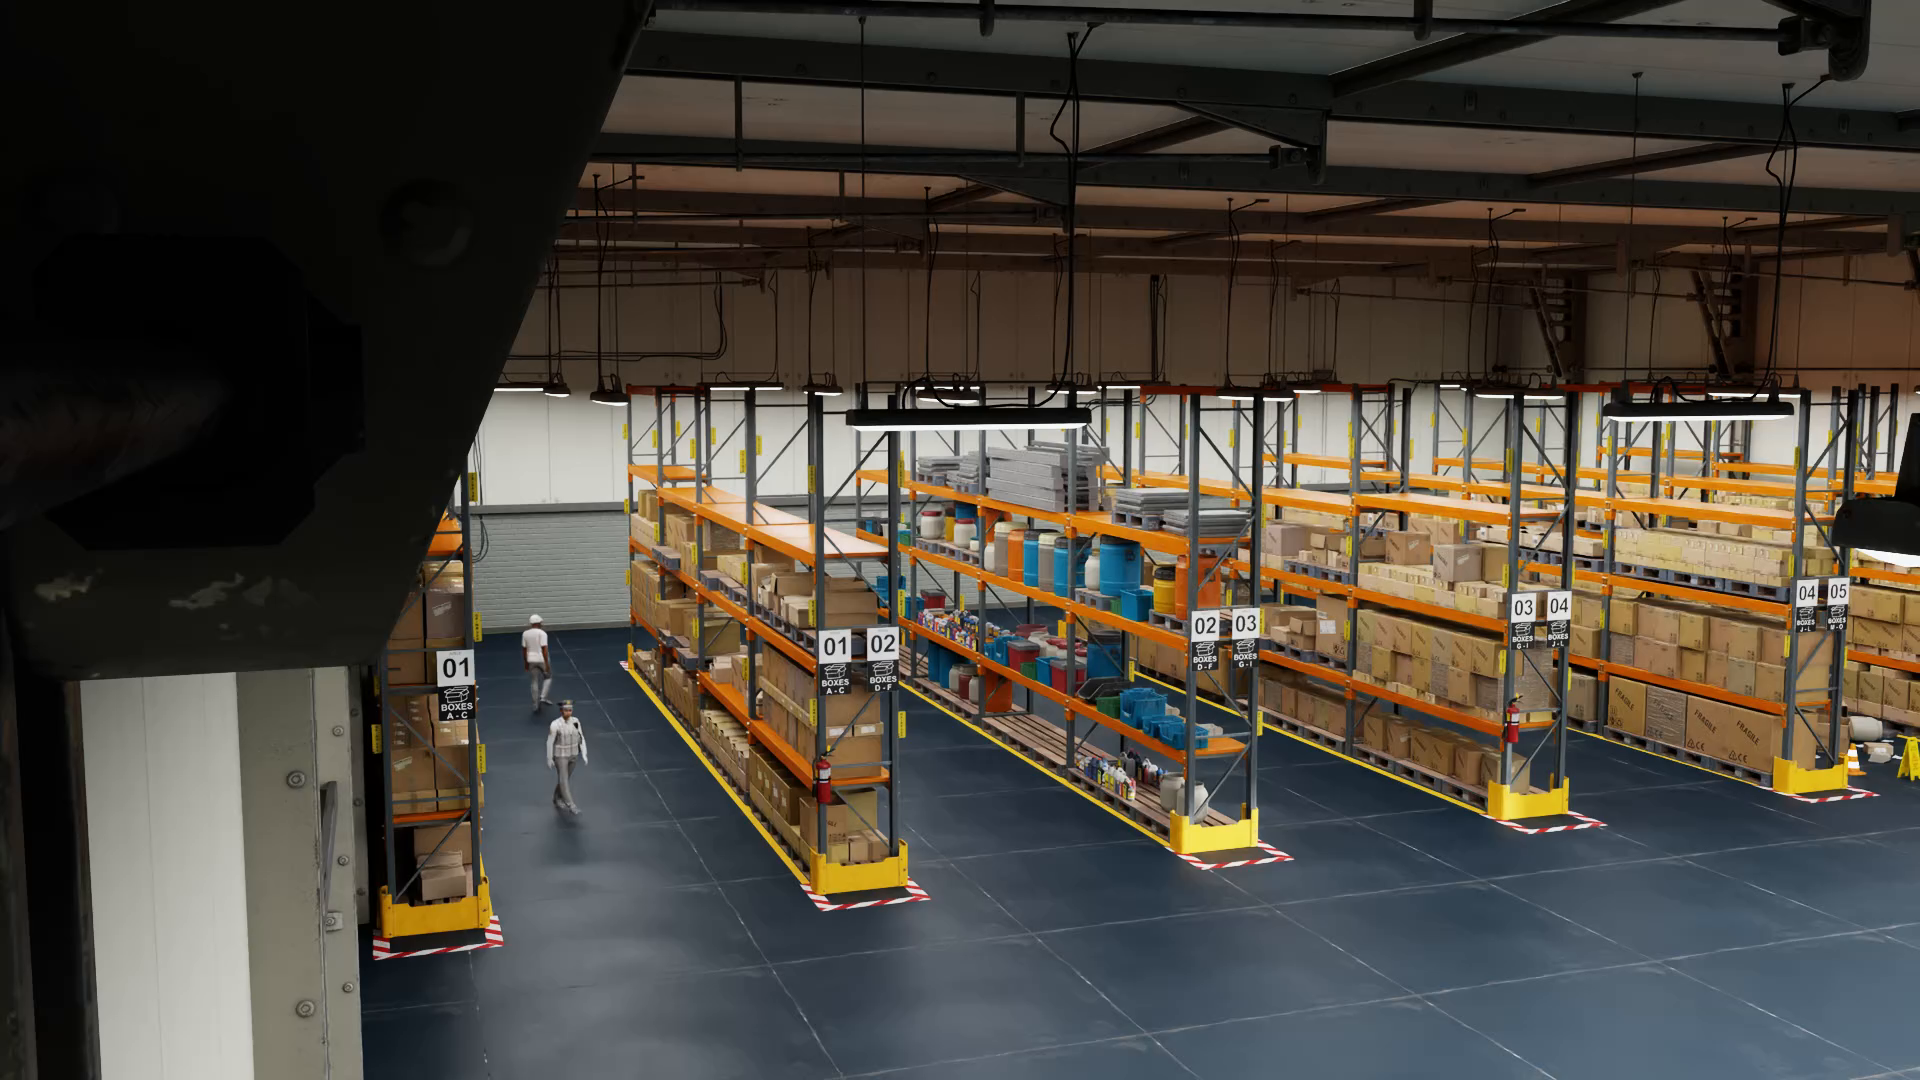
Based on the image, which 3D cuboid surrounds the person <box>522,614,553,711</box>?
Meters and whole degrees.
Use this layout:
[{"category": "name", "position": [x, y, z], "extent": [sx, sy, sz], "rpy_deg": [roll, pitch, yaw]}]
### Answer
[{"category": "person", "position": [-7.854, 2.260, 30.866], "extent": [0.580, 1.750, 0.484], "rpy_deg": [0, 6, 1]}]

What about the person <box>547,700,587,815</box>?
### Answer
[{"category": "person", "position": [-5.535, 3.065, 23.572], "extent": [1.027, 1.624, 0.517], "rpy_deg": [5, 8, 42]}]
